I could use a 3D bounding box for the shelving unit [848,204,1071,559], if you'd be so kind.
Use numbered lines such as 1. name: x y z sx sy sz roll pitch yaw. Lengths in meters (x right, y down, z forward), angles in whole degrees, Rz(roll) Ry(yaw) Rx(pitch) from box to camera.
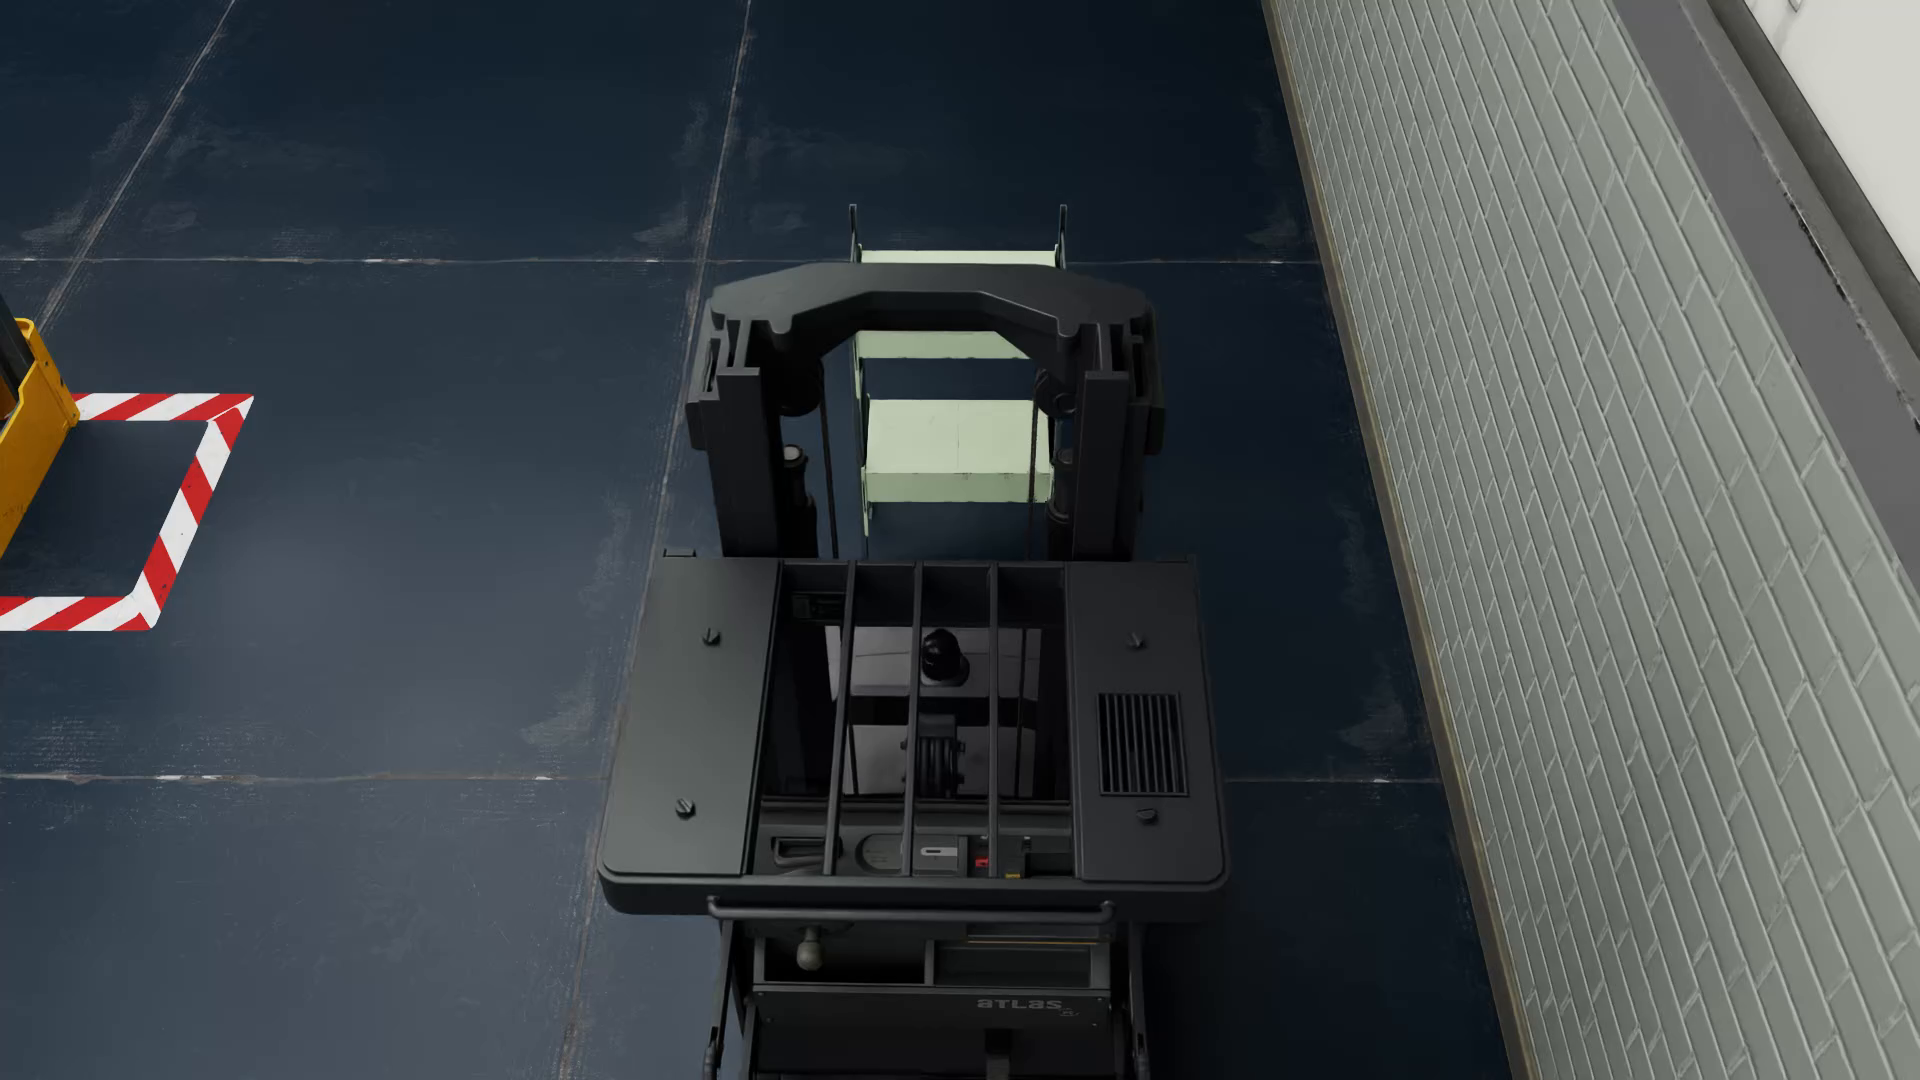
1. shelving unit: -0.007 -0.511 6.201 0.755 1.500 0.431 0 47 0

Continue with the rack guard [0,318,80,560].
1. rack guard: -4.010 -0.324 6.710 0.348 0.500 1.175 0 47 0

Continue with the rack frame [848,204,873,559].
1. rack frame: -0.373 -0.512 6.202 0.023 1.500 0.400 0 47 0

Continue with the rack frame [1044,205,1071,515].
1. rack frame: 0.359 -0.510 6.200 0.023 1.500 0.400 0 47 0

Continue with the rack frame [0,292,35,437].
1. rack frame: -3.934 -1.175 5.795 0.127 3.000 1.000 0 47 0

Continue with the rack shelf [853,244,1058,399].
1. rack shelf: -0.007 -0.777 5.915 0.720 0.370 0.431 0 47 0

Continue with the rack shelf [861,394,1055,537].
1. rack shelf: -0.007 -0.289 6.440 0.720 0.370 0.431 0 47 0

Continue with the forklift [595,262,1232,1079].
1. forklift: -0.074 0.945 3.868 1.130 2.935 3.031 1 47 1
